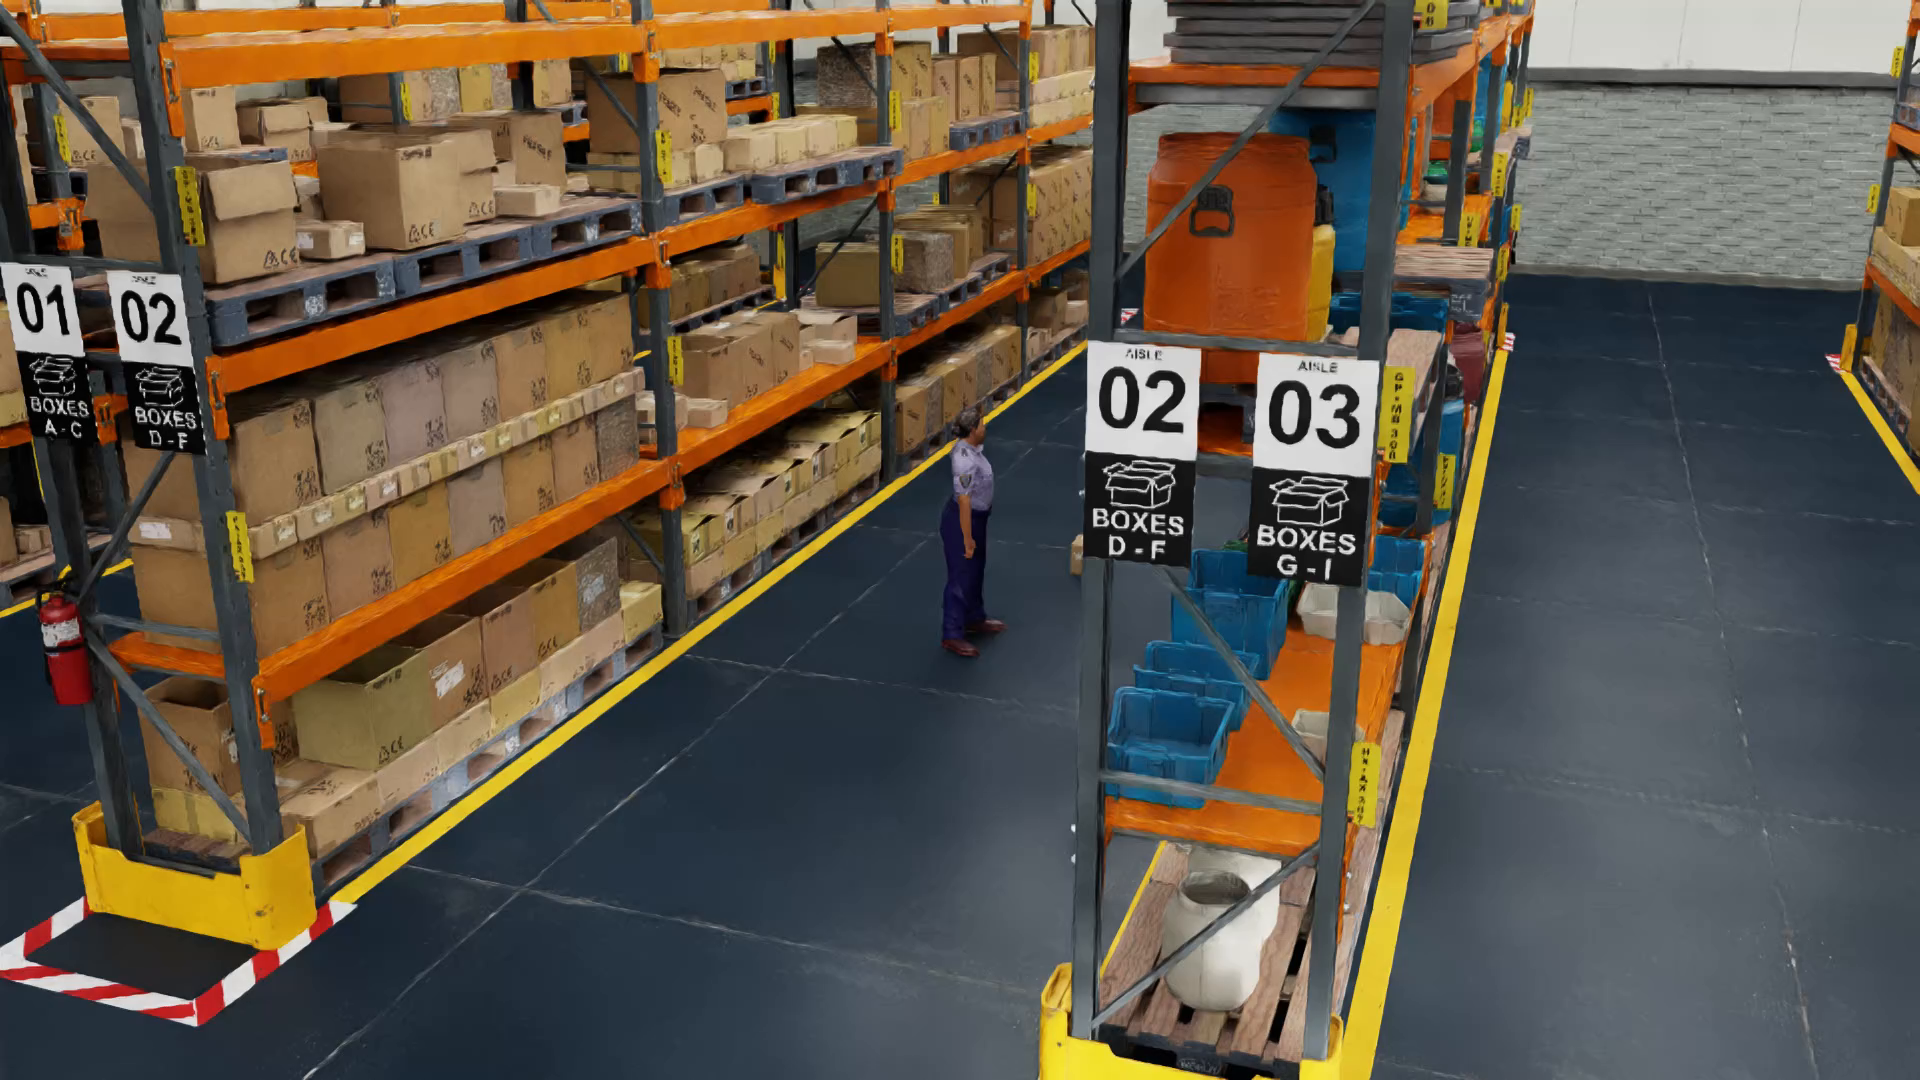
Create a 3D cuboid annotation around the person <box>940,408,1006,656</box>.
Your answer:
[{"bbox_3d":[0.091,-0.084,11.258,0.452,1.657,0.560,1,19,2],"label":"person"}]
